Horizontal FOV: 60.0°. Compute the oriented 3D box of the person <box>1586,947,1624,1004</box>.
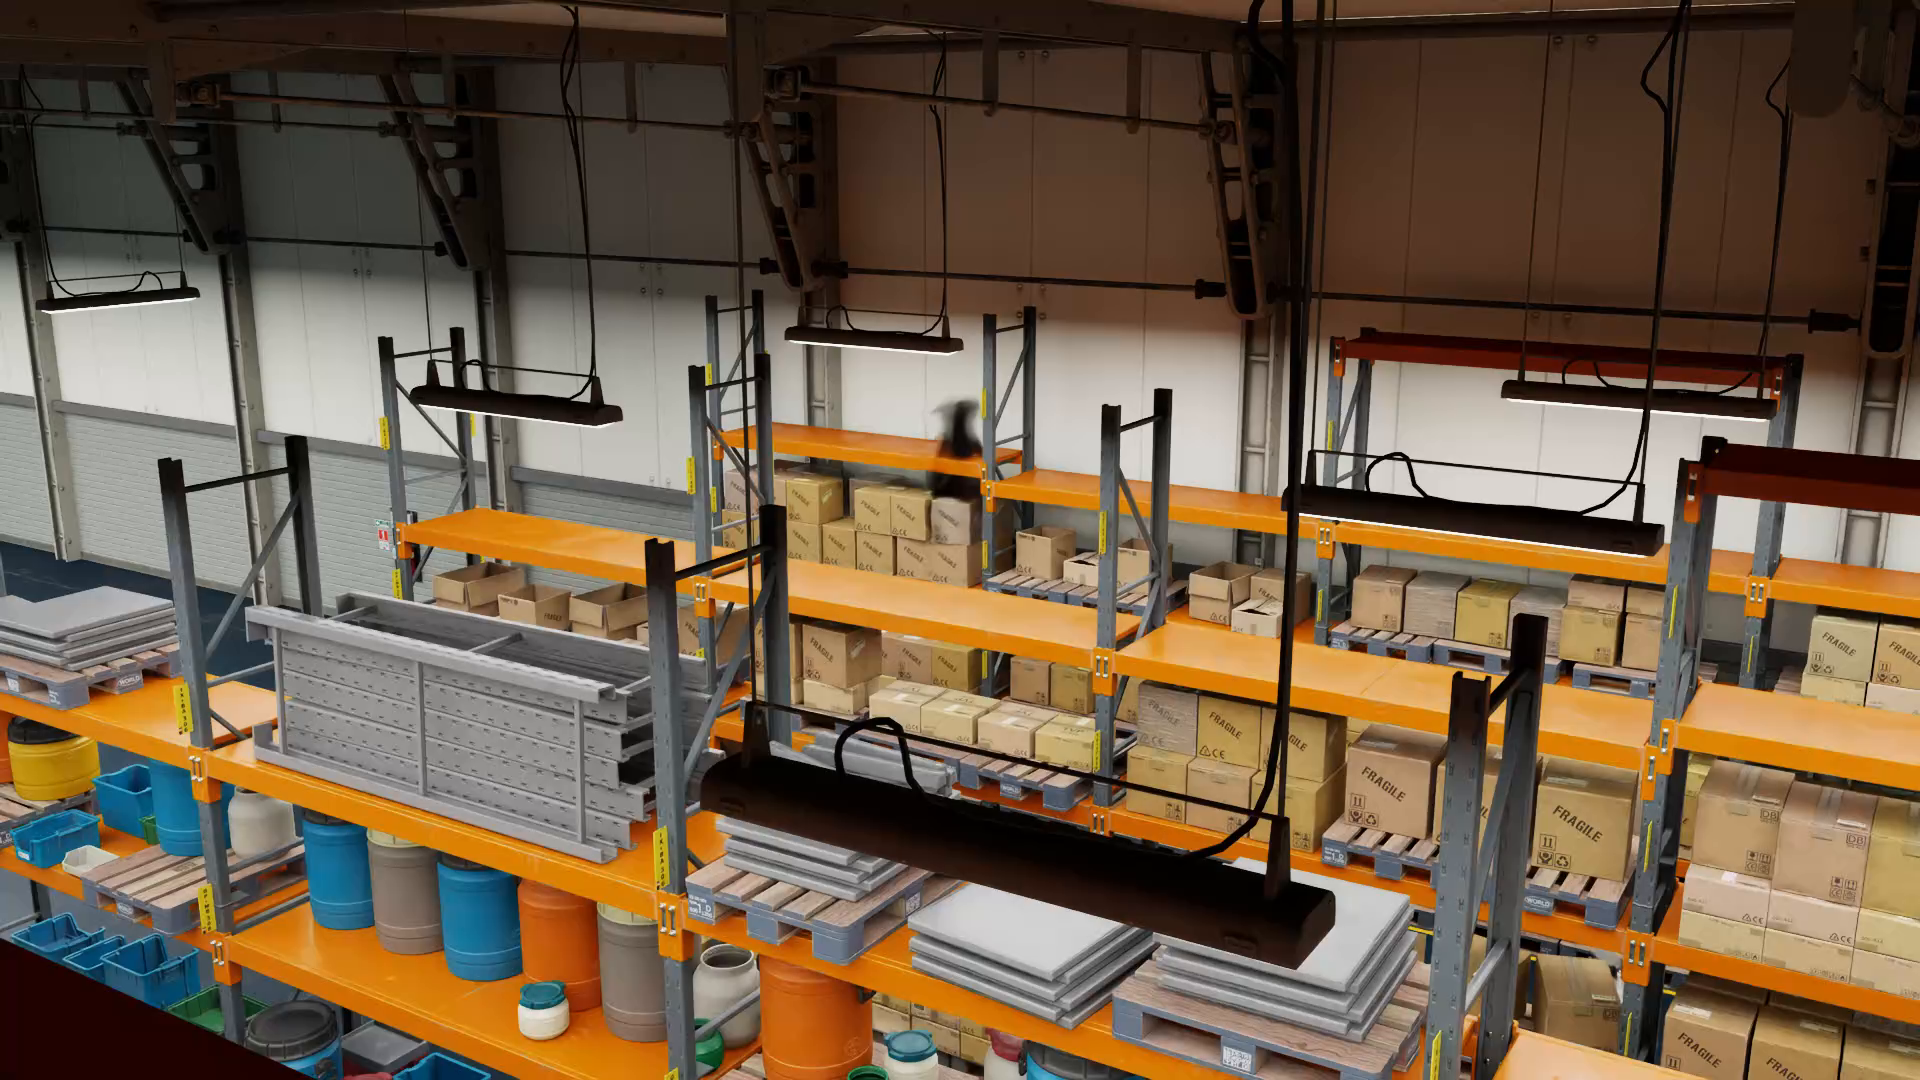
[{"bbox_3d":[5.260,4.058,13.502,0.685,1.610,0.588,5,15,18],"label":"person"}]
